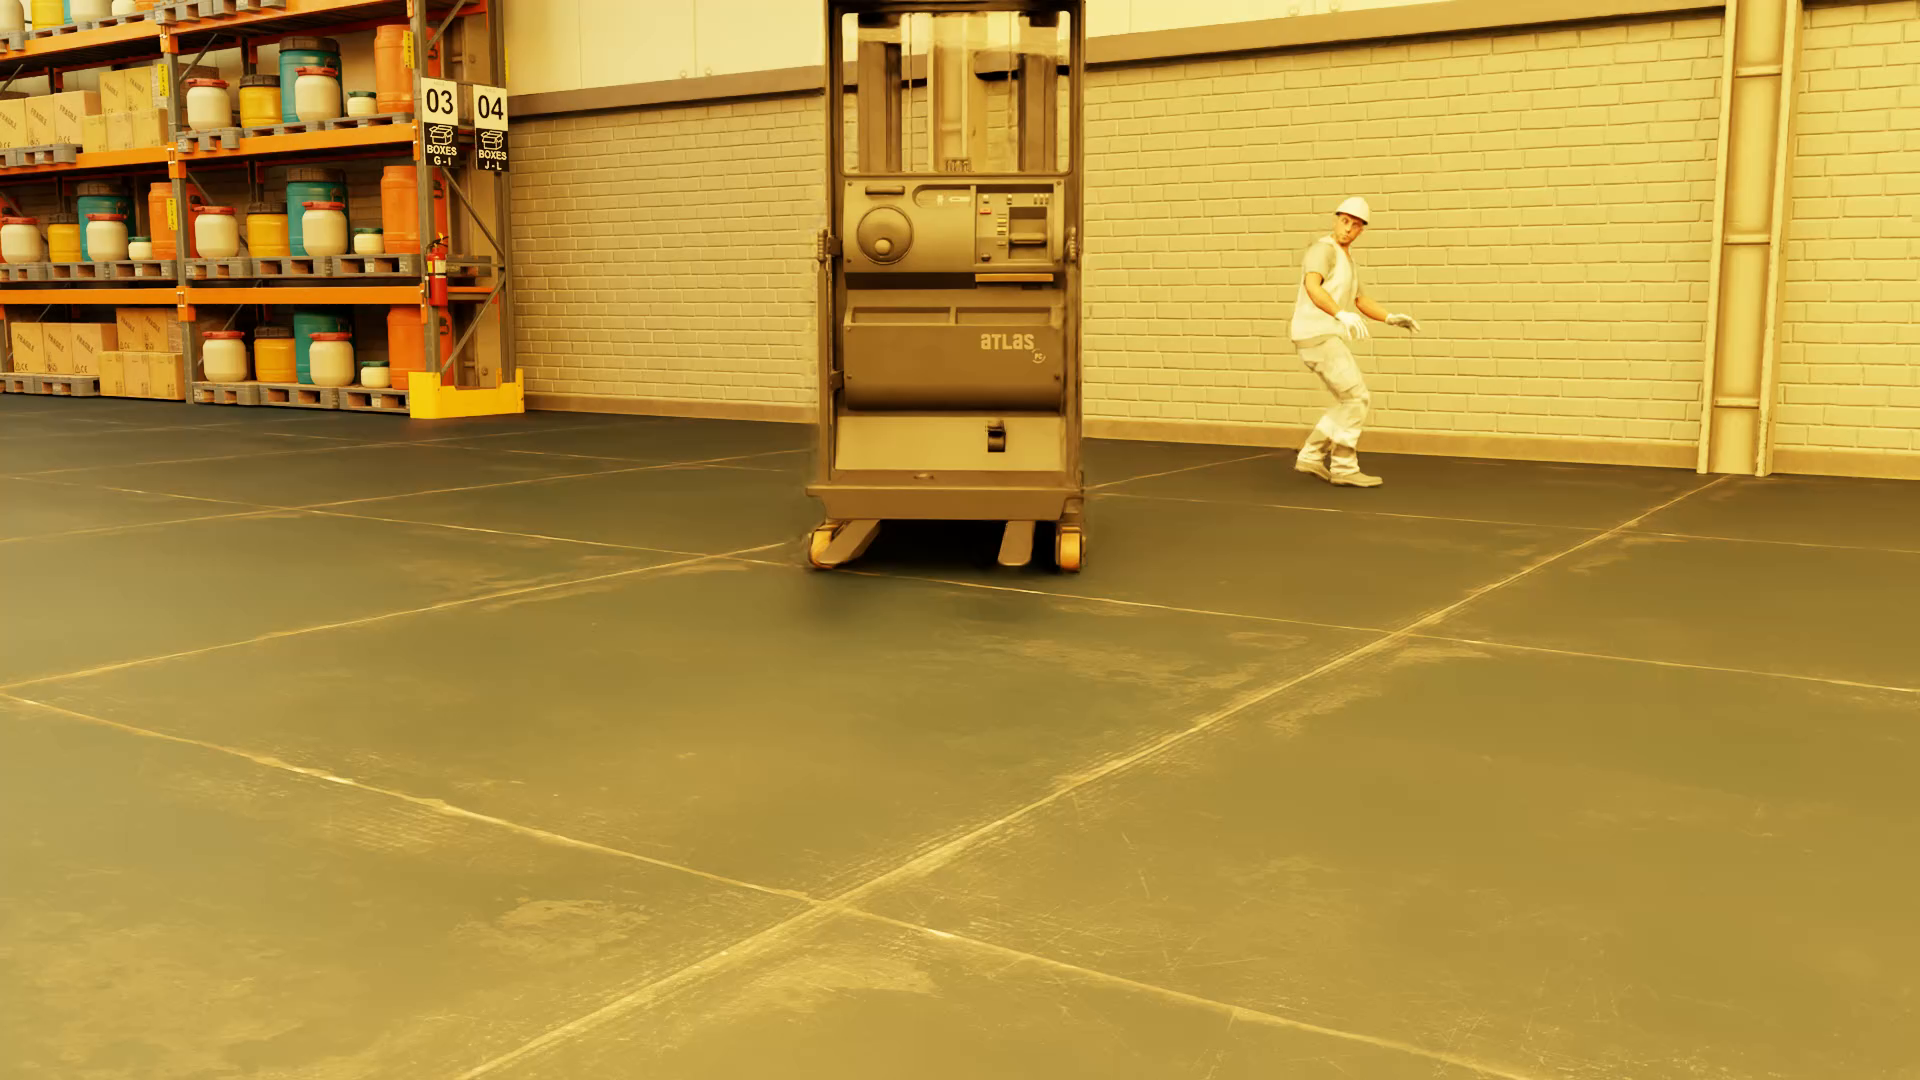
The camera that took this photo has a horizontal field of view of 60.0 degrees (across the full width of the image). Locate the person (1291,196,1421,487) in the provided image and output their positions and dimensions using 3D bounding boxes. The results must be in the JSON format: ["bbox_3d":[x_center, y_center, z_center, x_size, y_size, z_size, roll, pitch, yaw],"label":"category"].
[{"bbox_3d":[2.313,-1.158,9.751,0.726,1.686,0.821,3,9,18],"label":"person"}]

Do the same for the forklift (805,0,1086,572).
[{"bbox_3d":[-0.037,-1.365,6.794,1.130,2.935,3.031,0,8,3],"label":"forklift"}]
